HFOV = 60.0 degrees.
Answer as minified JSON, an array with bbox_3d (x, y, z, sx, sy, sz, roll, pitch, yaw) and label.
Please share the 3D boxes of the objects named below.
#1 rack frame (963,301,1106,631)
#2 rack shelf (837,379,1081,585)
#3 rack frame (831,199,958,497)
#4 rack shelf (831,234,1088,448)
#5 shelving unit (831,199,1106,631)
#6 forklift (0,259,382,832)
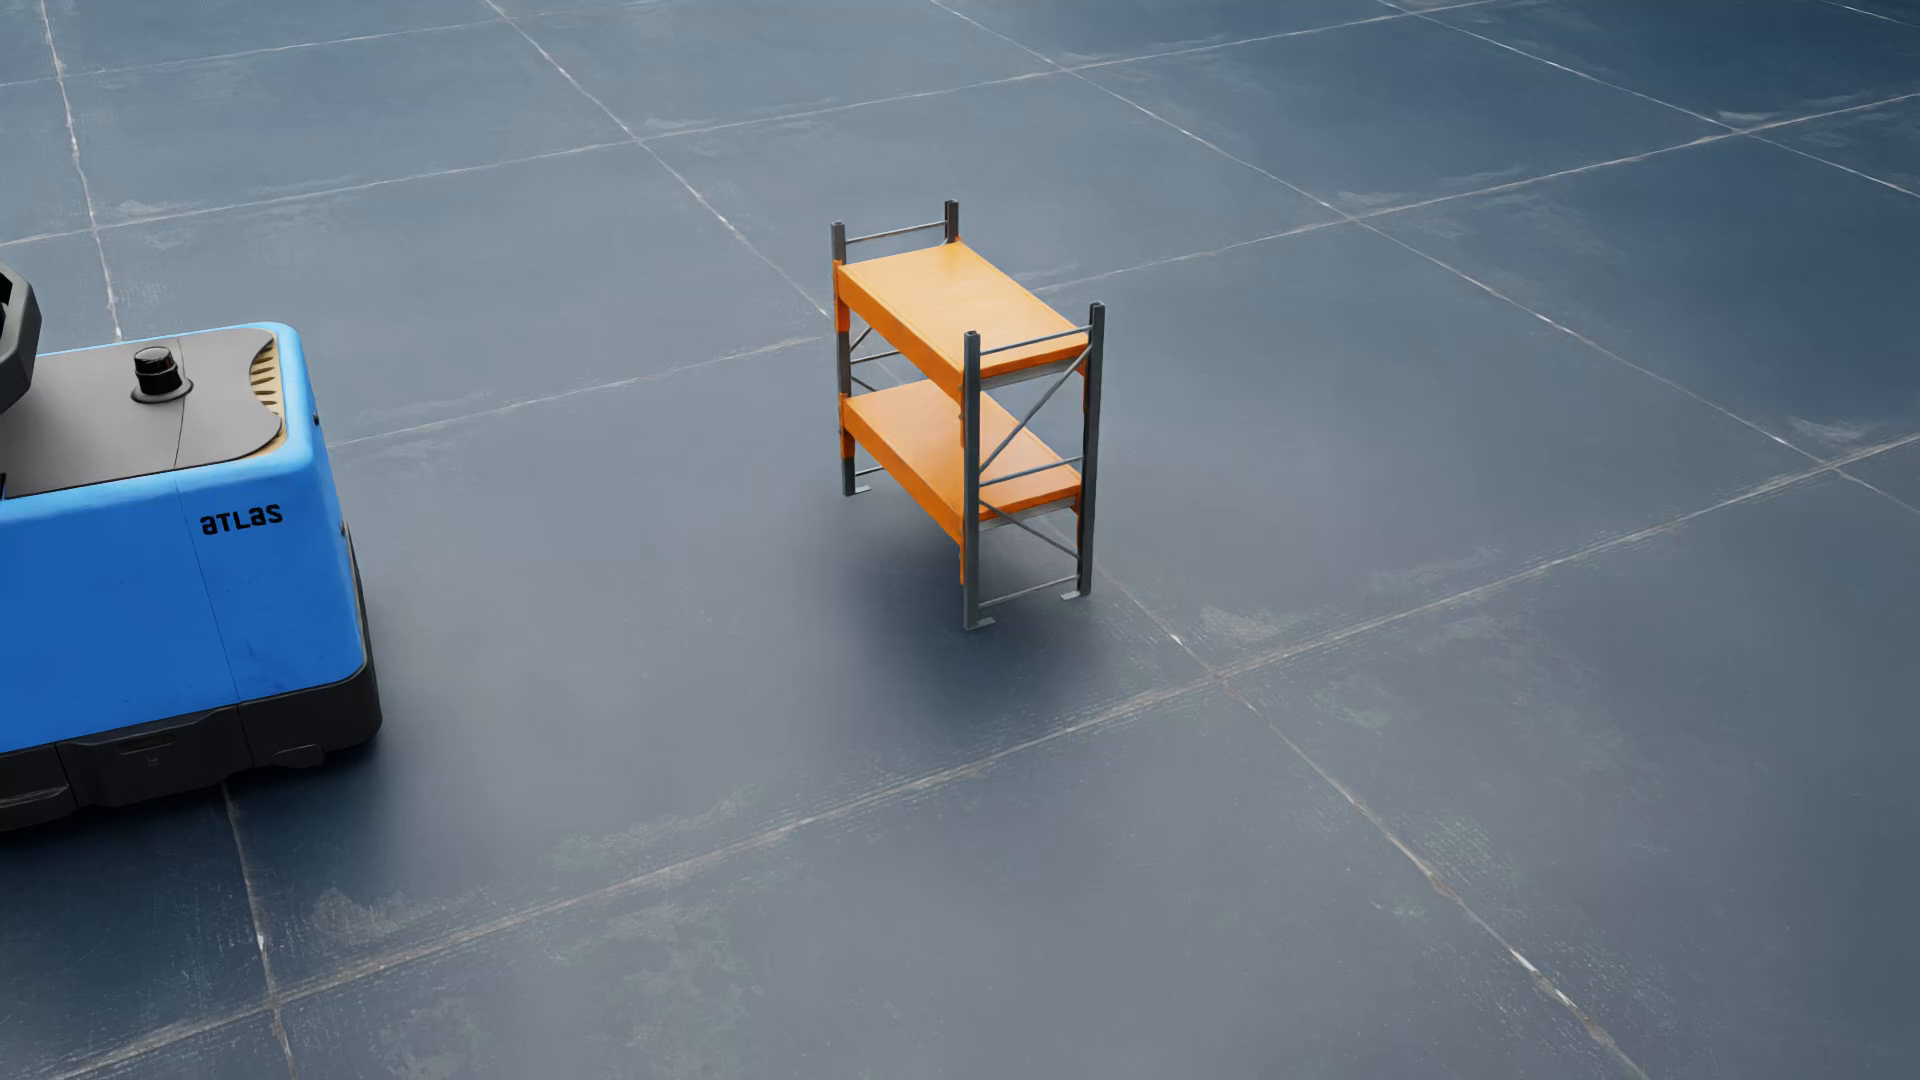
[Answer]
[{"bbox_3d":[0.240,-0.228,5.563,0.500,1.125,0.032,-16,36,-23],"label":"rack frame"},{"bbox_3d":[0.003,-0.265,6.073,0.538,0.278,1.000,-16,36,-23],"label":"rack shelf"},{"bbox_3d":[-0.234,-0.713,6.320,0.500,1.125,0.032,-16,36,-23],"label":"rack frame"},{"bbox_3d":[0.003,-0.717,5.784,0.538,0.278,1.000,-16,36,-23],"label":"rack shelf"},{"bbox_3d":[0.003,-0.470,5.942,0.538,1.125,1.048,-16,36,-23],"label":"shelving unit"},{"bbox_3d":[-3.383,-0.524,4.350,3.031,2.935,1.130,-12,35,-18],"label":"forklift"}]
